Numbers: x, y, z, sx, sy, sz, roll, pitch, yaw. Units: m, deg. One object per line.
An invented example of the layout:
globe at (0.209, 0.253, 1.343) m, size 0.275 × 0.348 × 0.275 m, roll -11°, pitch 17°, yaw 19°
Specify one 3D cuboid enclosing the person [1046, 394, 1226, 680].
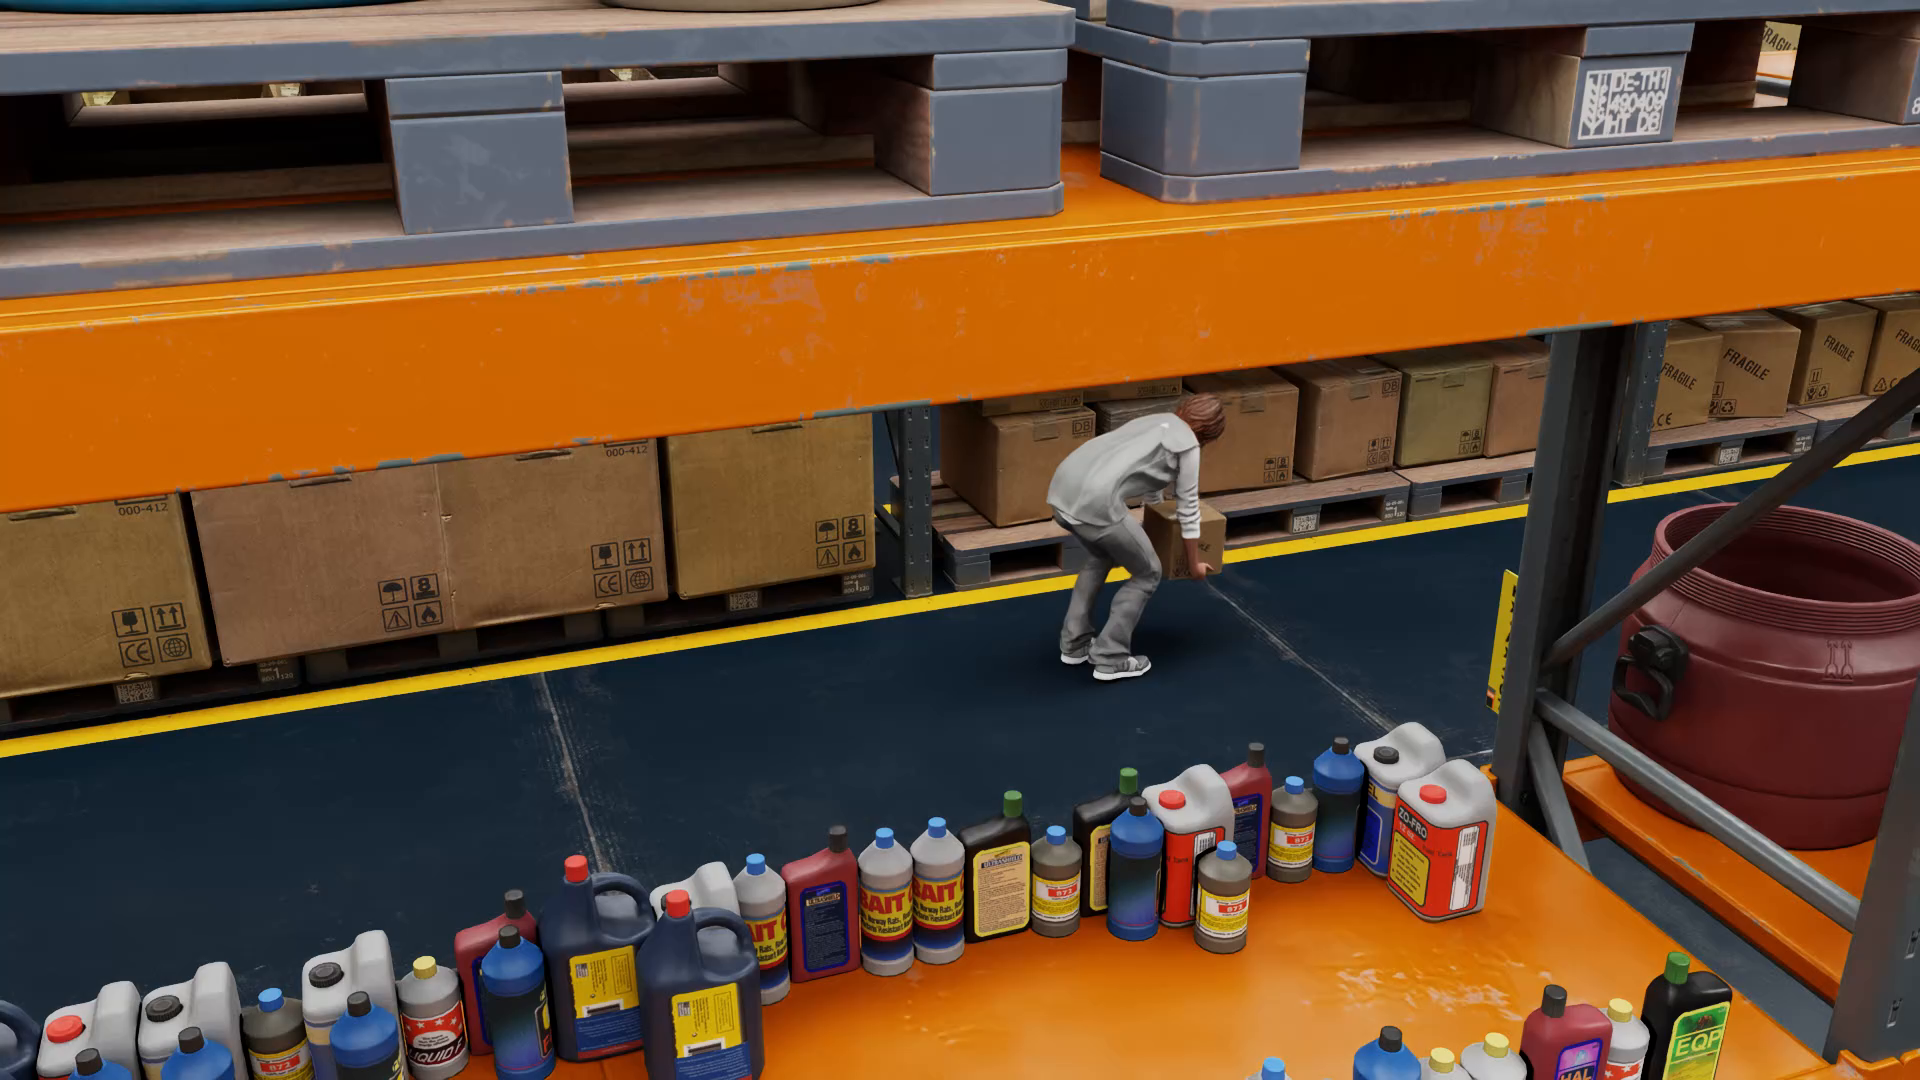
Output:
person at (0.728, -0.013, 6.775) m, size 0.845 × 1.103 × 0.402 m, roll -15°, pitch 27°, yaw -31°
